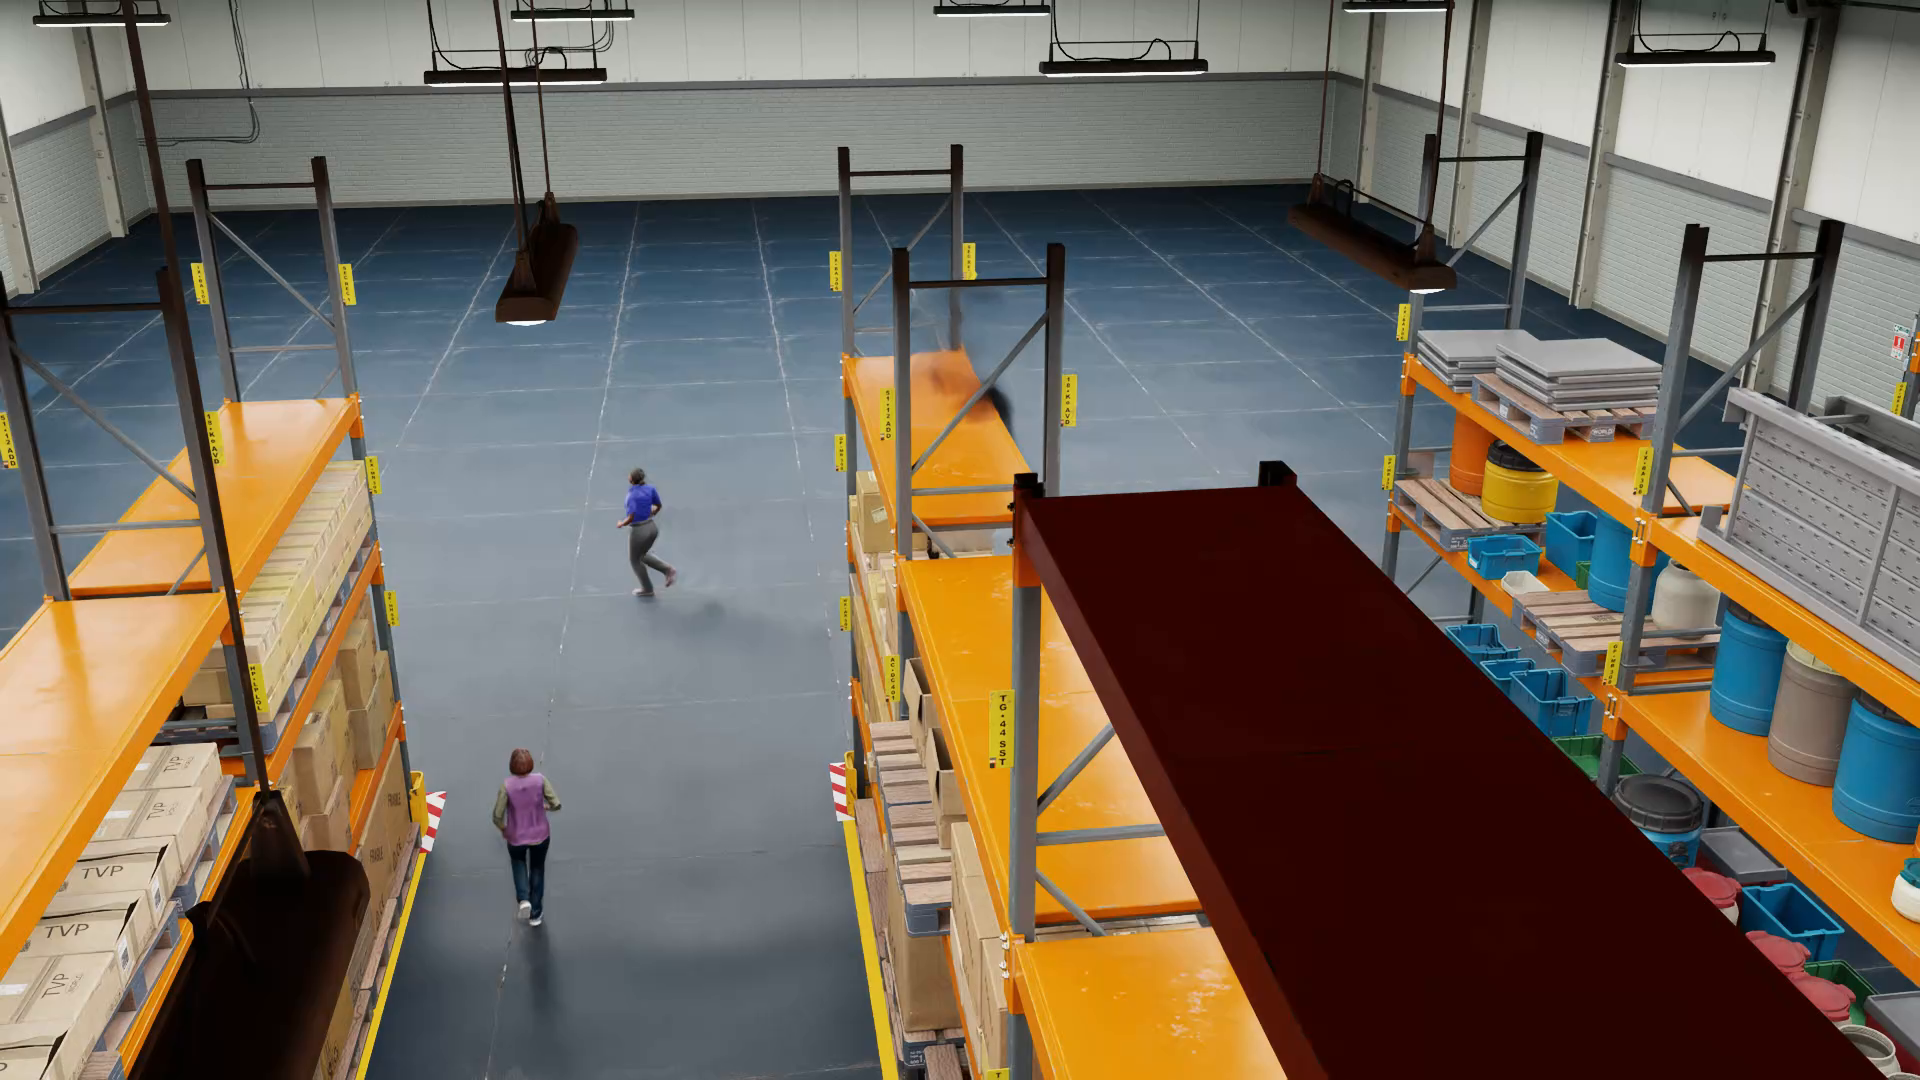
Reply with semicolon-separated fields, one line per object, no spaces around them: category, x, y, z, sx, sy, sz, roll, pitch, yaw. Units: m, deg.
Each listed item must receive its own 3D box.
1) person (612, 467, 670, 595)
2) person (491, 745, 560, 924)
person;-3.819;-0.094;19.711;0.588;1.625;0.569;11;24;25
person;-3.520;2.359;13.552;0.540;1.565;0.523;-7;23;-16
